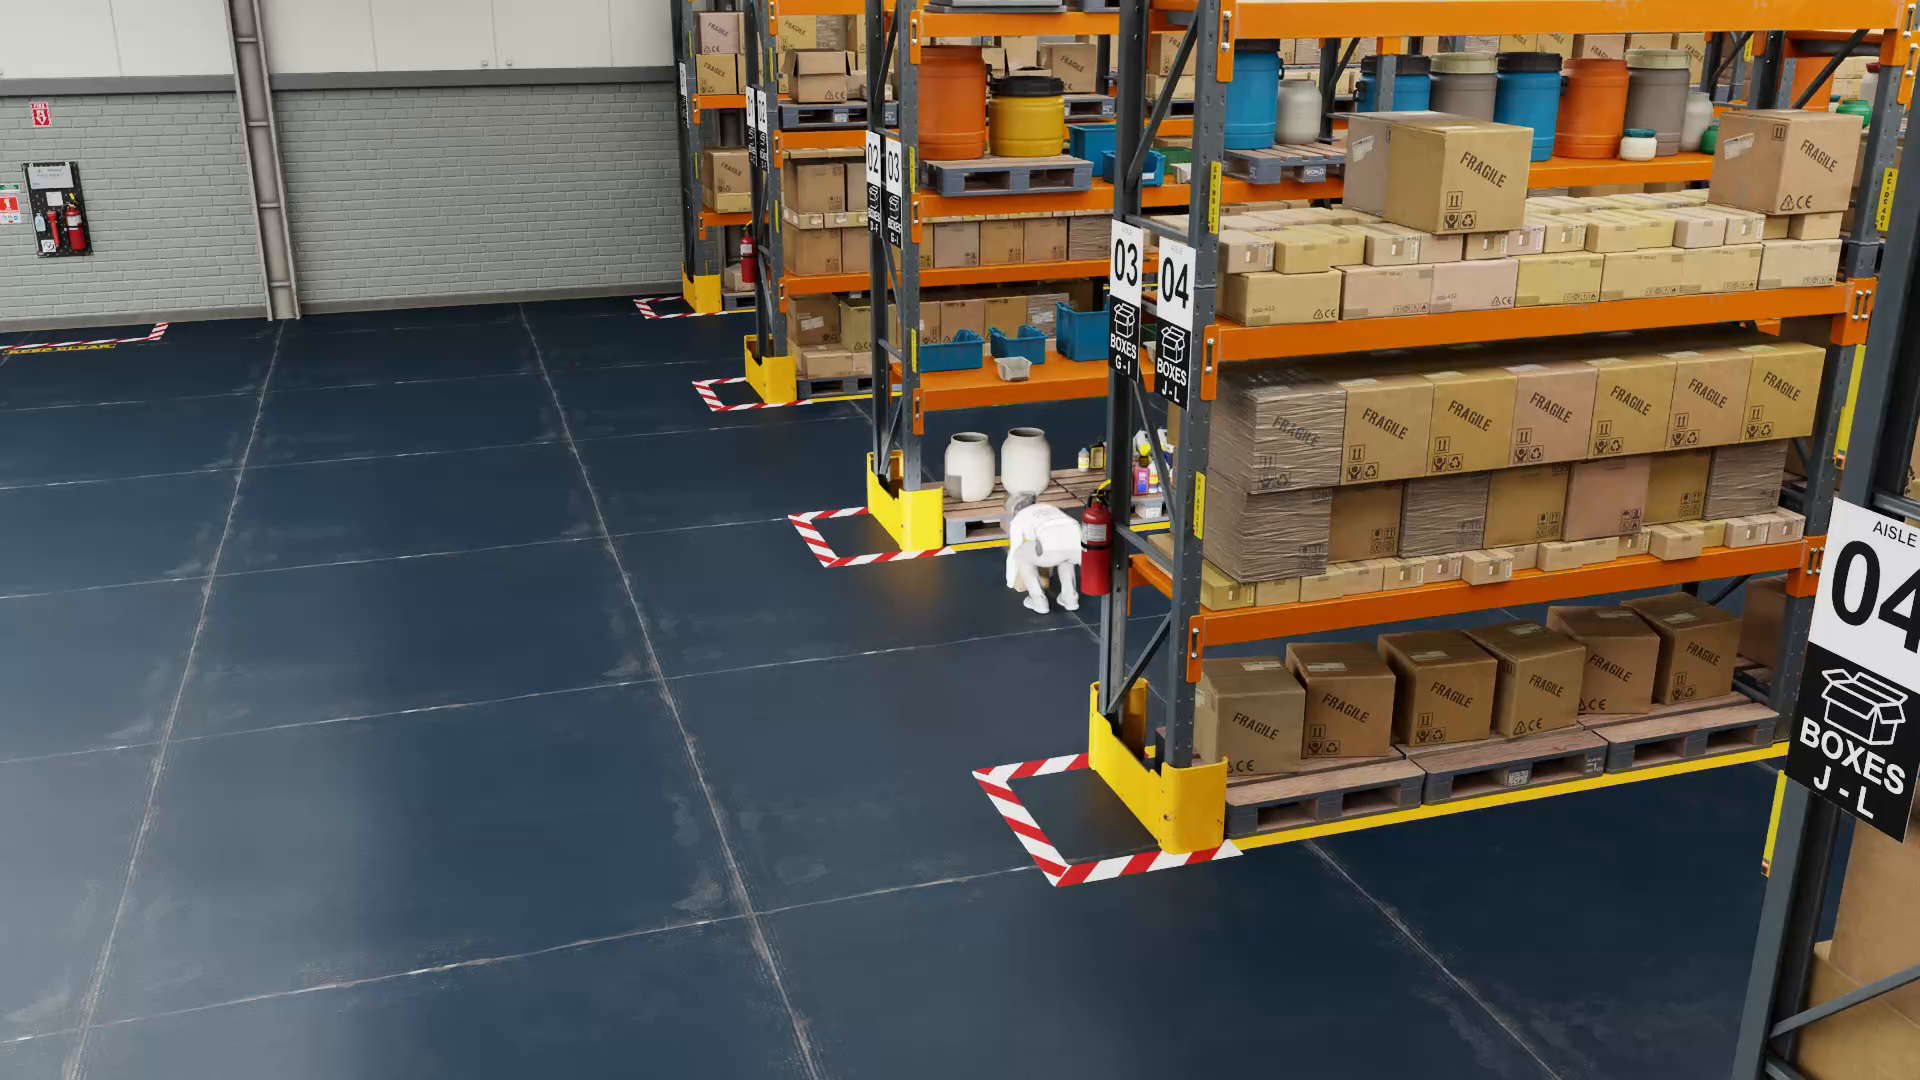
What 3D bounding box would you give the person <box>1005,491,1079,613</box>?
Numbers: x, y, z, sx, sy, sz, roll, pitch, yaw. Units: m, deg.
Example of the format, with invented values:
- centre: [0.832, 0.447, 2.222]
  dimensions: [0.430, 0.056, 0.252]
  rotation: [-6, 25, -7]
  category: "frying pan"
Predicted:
- centre: [0.601, 0.091, 12.214]
  dimensions: [0.415, 0.763, 0.905]
  rotation: [-7, 20, -19]
  category: "person"
